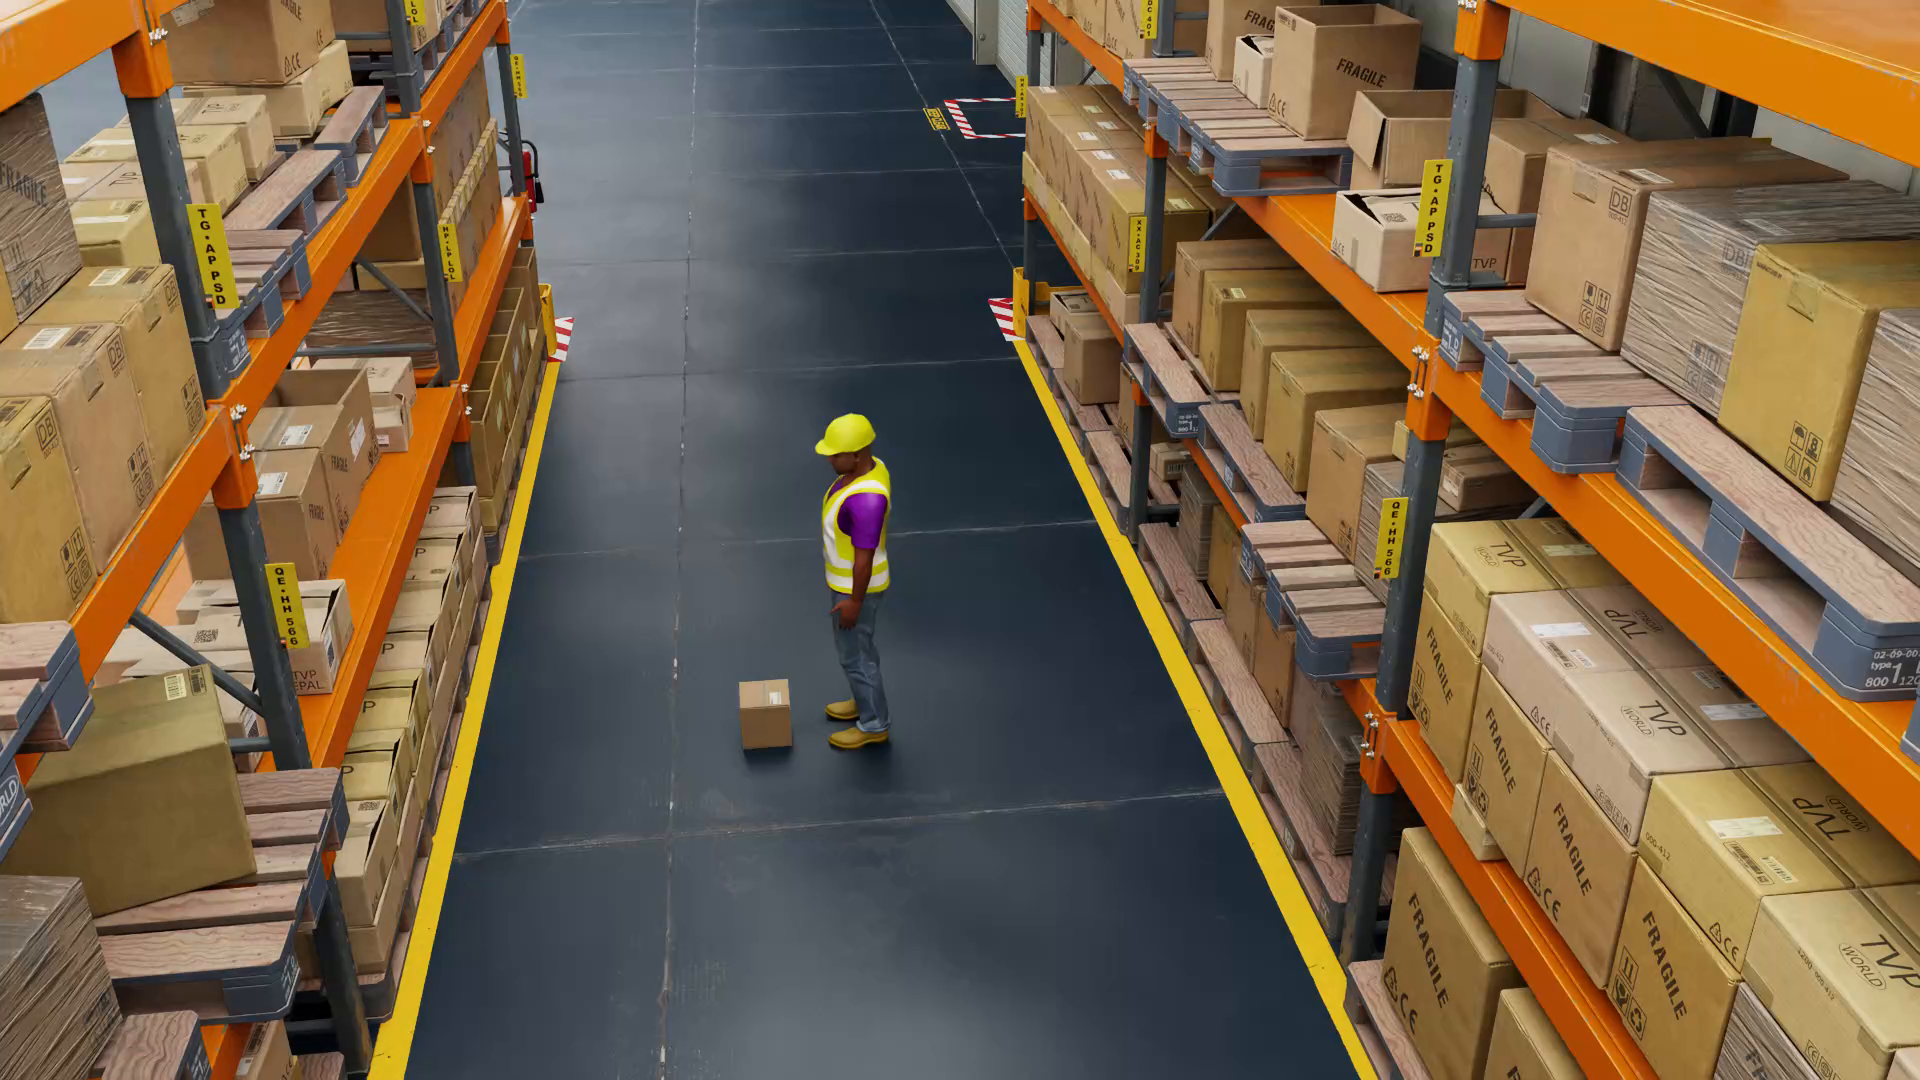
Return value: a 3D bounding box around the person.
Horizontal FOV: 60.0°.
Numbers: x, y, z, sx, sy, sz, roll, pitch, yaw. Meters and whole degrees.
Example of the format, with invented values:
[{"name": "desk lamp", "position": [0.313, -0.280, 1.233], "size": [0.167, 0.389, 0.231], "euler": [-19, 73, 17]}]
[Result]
[{"name": "person", "position": [-0.510, 0.195, 8.211], "size": [0.364, 1.763, 0.567], "euler": [-3, 27, -6]}]
